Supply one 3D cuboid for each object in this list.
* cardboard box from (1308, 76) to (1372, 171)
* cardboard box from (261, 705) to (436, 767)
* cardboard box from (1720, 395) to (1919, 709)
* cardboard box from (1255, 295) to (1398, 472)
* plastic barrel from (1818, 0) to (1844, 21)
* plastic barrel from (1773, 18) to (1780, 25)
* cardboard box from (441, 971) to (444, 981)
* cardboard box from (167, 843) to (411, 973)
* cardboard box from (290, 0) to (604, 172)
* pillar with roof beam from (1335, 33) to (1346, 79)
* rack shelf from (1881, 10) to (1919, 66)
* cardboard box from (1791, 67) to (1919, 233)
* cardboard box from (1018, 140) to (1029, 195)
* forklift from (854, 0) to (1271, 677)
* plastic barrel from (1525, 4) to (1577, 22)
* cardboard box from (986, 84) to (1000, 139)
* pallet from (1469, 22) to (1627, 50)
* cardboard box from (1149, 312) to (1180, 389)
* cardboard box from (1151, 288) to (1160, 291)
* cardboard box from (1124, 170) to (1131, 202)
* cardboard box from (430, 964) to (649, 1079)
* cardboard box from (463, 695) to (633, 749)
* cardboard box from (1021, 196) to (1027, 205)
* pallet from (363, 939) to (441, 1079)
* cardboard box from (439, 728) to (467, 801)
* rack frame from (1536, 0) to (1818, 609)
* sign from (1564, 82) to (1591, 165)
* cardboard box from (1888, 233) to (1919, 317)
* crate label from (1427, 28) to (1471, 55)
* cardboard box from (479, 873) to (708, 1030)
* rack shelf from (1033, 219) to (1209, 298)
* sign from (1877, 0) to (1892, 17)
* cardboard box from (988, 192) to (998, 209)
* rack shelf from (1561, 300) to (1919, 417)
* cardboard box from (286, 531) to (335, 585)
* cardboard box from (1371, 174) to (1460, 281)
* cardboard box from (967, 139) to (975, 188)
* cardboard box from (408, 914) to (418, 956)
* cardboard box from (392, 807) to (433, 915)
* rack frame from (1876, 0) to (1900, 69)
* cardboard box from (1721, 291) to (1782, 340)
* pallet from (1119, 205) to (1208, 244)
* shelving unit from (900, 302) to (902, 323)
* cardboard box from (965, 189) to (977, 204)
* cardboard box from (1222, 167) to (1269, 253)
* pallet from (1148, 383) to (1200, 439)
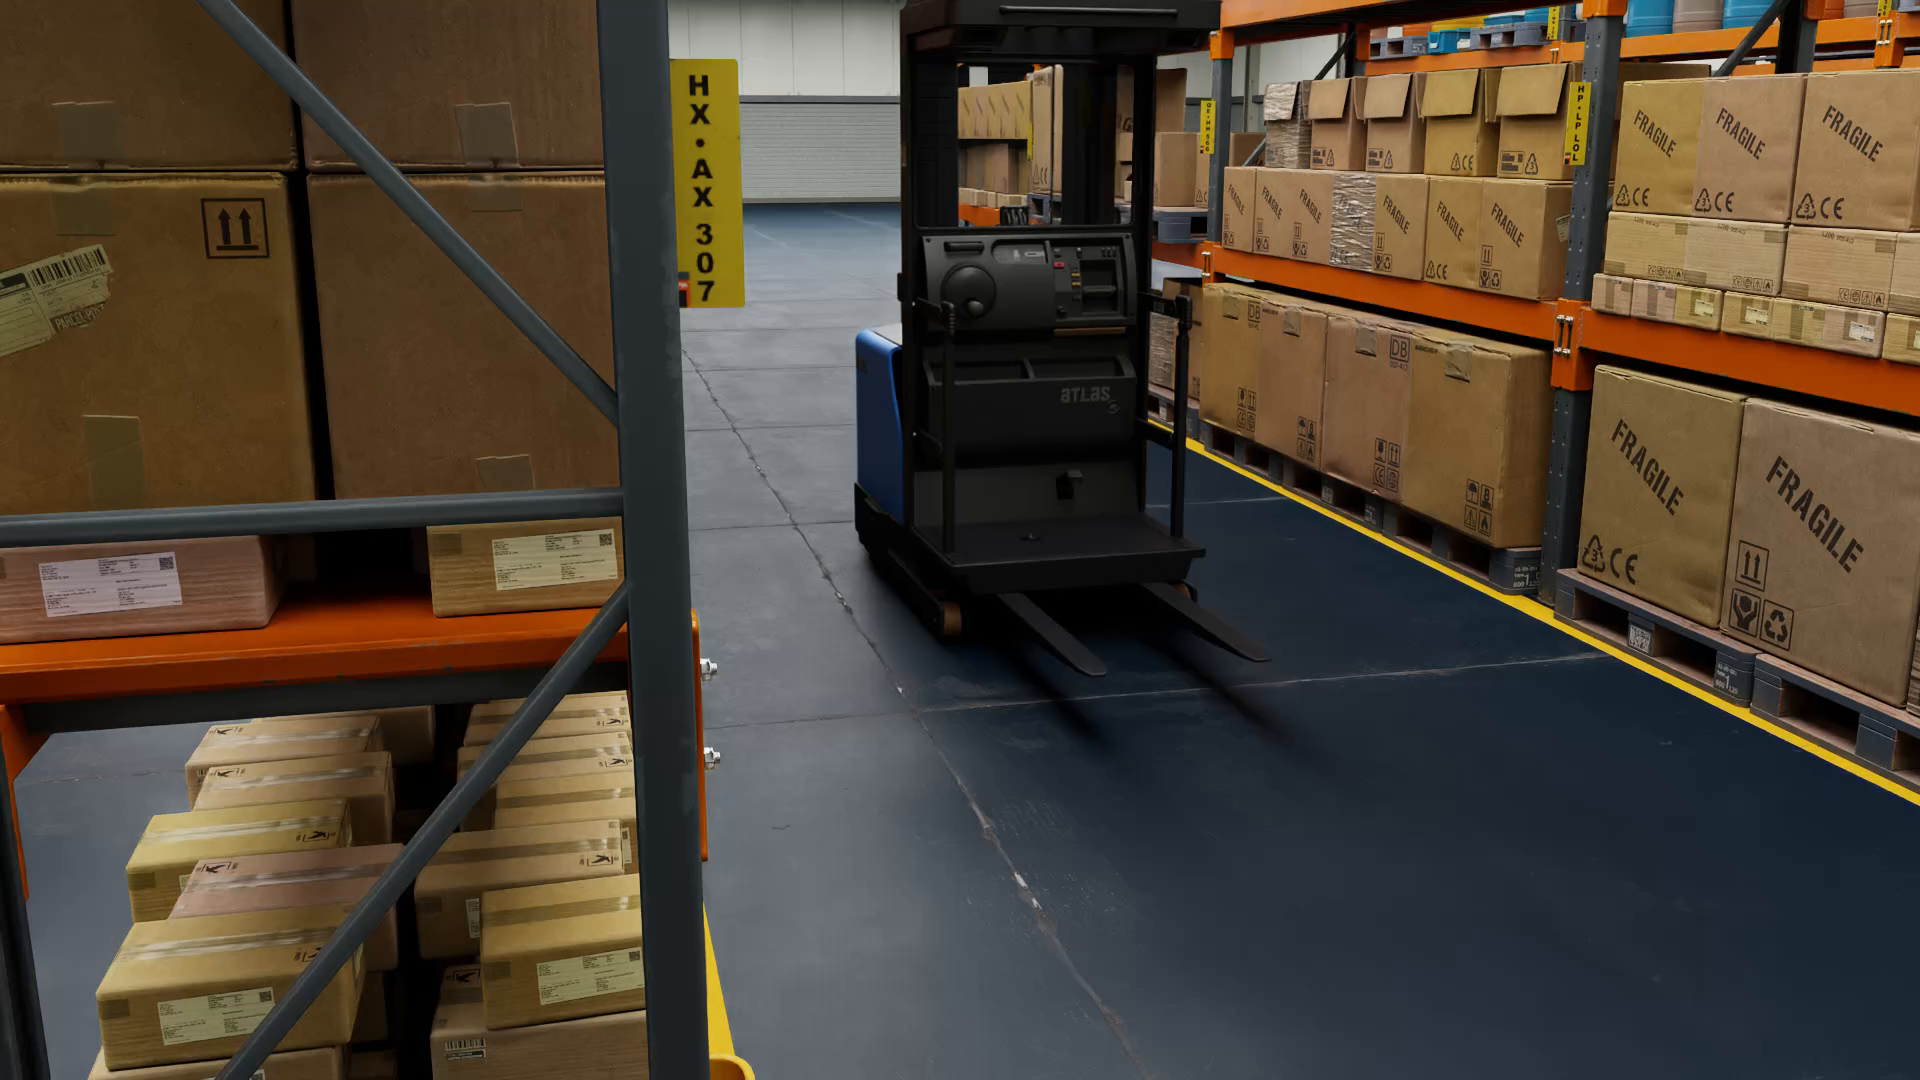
[{"bbox_3d":[2.403,-2.337,9.350,0.797,0.503,0.637,-3,14,-12],"label":"cardboard box"},{"bbox_3d":[-1.498,0.458,4.101,0.380,0.149,0.250,-4,14,-15],"label":"cardboard box"},{"bbox_3d":[3.324,-0.006,5.725,0.875,0.875,0.875,-3,14,-13],"label":"cardboard box"},{"bbox_3d":[2.440,-0.927,9.493,1.225,0.875,0.875,-3,14,-13],"label":"cardboard box"},{"bbox_3d":[6.775,-4.416,12.956,0.600,0.830,0.708,-3,14,-13],"label":"plastic barrel"},{"bbox_3d":[6.385,-4.068,12.729,0.301,0.262,0.301,0,14,0],"label":"plastic barrel"},{"bbox_3d":[-0.888,0.907,3.518,0.380,0.149,0.250,-3,14,-13],"label":"cardboard box"},{"bbox_3d":[-1.244,0.700,3.111,0.380,0.149,0.250,-3,14,-12],"label":"cardboard box"},{"bbox_3d":[-0.717,-0.820,2.519,0.500,0.500,0.500,-3,14,-14],"label":"cardboard box"},{"bbox_3d":[5.846,-12.893,42.240,9.100,9.000,0.400,-3,14,-13],"label":"pillar with roof beam"},{"bbox_3d":[7.381,-3.044,9.762,1.077,0.370,4.000,-3,14,-13],"label":"rack shelf"},{"bbox_3d":[3.135,-1.276,5.440,0.500,0.500,0.500,-4,14,-15],"label":"cardboard box"},{"bbox_3d":[1.028,-3.462,15.440,0.875,0.500,0.500,-3,14,-13],"label":"cardboard box"},{"bbox_3d":[0.359,-1.117,6.822,1.130,2.935,3.031,-4,14,-15],"label":"forklift"},{"bbox_3d":[5.842,-5.461,16.197,0.600,0.901,0.708,-3,14,-13],"label":"plastic barrel"},{"bbox_3d":[0.549,-4.042,15.708,0.500,0.500,0.500,-3,14,-13],"label":"cardboard box"},{"bbox_3d":[5.707,-4.847,16.023,1.213,0.211,1.003,-3,14,-13],"label":"pallet"},{"bbox_3d":[1.777,-1.402,12.184,0.700,0.500,0.500,-5,14,-18],"label":"cardboard box"},{"bbox_3d":[1.280,-1.901,14.228,0.700,0.500,0.500,-4,14,-18],"label":"cardboard box"},{"bbox_3d":[1.442,-2.630,12.270,0.396,0.266,0.258,-4,14,-15],"label":"cardboard box"},{"bbox_3d":[-0.743,0.878,3.007,0.380,0.149,0.250,-3,14,-11],"label":"cardboard box"},{"bbox_3d":[-0.973,0.490,3.970,0.380,0.149,0.250,-3,14,-11],"label":"cardboard box"},{"bbox_3d":[0.771,-3.075,15.222,0.380,0.149,0.250,-3,14,-13],"label":"cardboard box"},{"bbox_3d":[-1.044,1.125,3.379,1.003,0.211,1.213,-3,14,-13],"label":"pallet"},{"bbox_3d":[-1.109,0.579,4.232,0.380,0.149,0.250,-3,14,-10],"label":"cardboard box"},{"bbox_3d":[3.036,-1.199,7.014,1.000,3.000,0.127,-3,14,-13],"label":"rack frame"},{"bbox_3d":[2.511,-1.690,6.753,0.100,0.325,0.005,-3,14,-13],"label":"sign"},{"bbox_3d":[3.239,-0.799,5.067,0.500,0.250,0.500,-3,14,-13],"label":"cardboard box"},{"bbox_3d":[5.150,-5.178,17.294,0.502,0.251,0.408,-3,14,-13],"label":"crate label"},{"bbox_3d":[-0.662,0.729,2.991,0.380,0.149,0.250,-4,14,-16],"label":"cardboard box"},{"bbox_3d":[1.627,-2.234,12.765,1.077,0.370,4.000,-3,14,-13],"label":"rack shelf"},{"bbox_3d":[6.378,-3.772,11.445,0.100,0.325,0.005,-3,14,-13],"label":"sign"},{"bbox_3d":[0.483,-3.302,16.153,0.380,0.149,0.250,-3,14,-13],"label":"cardboard box"},{"bbox_3d":[3.506,-0.388,5.211,1.077,0.370,4.000,-3,14,-13],"label":"rack shelf"},{"bbox_3d":[-1.243,-0.020,2.717,0.380,0.149,0.250,-3,14,-13],"label":"cardboard box"},{"bbox_3d":[2.422,-1.575,8.342,0.500,0.500,0.500,-3,14,-14],"label":"cardboard box"},{"bbox_3d":[0.554,-3.923,17.327,0.875,0.500,0.500,-3,14,-13],"label":"cardboard box"},{"bbox_3d":[-1.404,0.872,3.658,0.380,0.149,0.250,-3,14,-13],"label":"cardboard box"},{"bbox_3d":[-1.358,0.720,3.655,0.380,0.149,0.250,-3,14,-14],"label":"cardboard box"},{"bbox_3d":[6.911,-2.398,11.921,1.000,3.000,0.127,-3,14,-13],"label":"rack frame"},{"bbox_3d":[2.970,-0.808,5.944,0.380,0.149,0.250,-4,14,-15],"label":"cardboard box"},{"bbox_3d":[1.826,-2.187,11.462,1.213,0.211,1.003,-3,14,-13],"label":"pallet"},{"bbox_3d":[-0.127,-0.682,8.691,0.258,1.200,0.503,-4,14,-15],"label":"shelving unit"},{"bbox_3d":[0.268,-3.534,17.102,0.380,0.149,0.250,-3,14,-13],"label":"cardboard box"},{"bbox_3d":[1.946,-2.043,10.258,0.500,0.500,0.500,-3,14,-12],"label":"cardboard box"},{"bbox_3d":[1.914,-0.947,11.860,1.003,0.211,1.213,-3,14,-13],"label":"pallet"}]
